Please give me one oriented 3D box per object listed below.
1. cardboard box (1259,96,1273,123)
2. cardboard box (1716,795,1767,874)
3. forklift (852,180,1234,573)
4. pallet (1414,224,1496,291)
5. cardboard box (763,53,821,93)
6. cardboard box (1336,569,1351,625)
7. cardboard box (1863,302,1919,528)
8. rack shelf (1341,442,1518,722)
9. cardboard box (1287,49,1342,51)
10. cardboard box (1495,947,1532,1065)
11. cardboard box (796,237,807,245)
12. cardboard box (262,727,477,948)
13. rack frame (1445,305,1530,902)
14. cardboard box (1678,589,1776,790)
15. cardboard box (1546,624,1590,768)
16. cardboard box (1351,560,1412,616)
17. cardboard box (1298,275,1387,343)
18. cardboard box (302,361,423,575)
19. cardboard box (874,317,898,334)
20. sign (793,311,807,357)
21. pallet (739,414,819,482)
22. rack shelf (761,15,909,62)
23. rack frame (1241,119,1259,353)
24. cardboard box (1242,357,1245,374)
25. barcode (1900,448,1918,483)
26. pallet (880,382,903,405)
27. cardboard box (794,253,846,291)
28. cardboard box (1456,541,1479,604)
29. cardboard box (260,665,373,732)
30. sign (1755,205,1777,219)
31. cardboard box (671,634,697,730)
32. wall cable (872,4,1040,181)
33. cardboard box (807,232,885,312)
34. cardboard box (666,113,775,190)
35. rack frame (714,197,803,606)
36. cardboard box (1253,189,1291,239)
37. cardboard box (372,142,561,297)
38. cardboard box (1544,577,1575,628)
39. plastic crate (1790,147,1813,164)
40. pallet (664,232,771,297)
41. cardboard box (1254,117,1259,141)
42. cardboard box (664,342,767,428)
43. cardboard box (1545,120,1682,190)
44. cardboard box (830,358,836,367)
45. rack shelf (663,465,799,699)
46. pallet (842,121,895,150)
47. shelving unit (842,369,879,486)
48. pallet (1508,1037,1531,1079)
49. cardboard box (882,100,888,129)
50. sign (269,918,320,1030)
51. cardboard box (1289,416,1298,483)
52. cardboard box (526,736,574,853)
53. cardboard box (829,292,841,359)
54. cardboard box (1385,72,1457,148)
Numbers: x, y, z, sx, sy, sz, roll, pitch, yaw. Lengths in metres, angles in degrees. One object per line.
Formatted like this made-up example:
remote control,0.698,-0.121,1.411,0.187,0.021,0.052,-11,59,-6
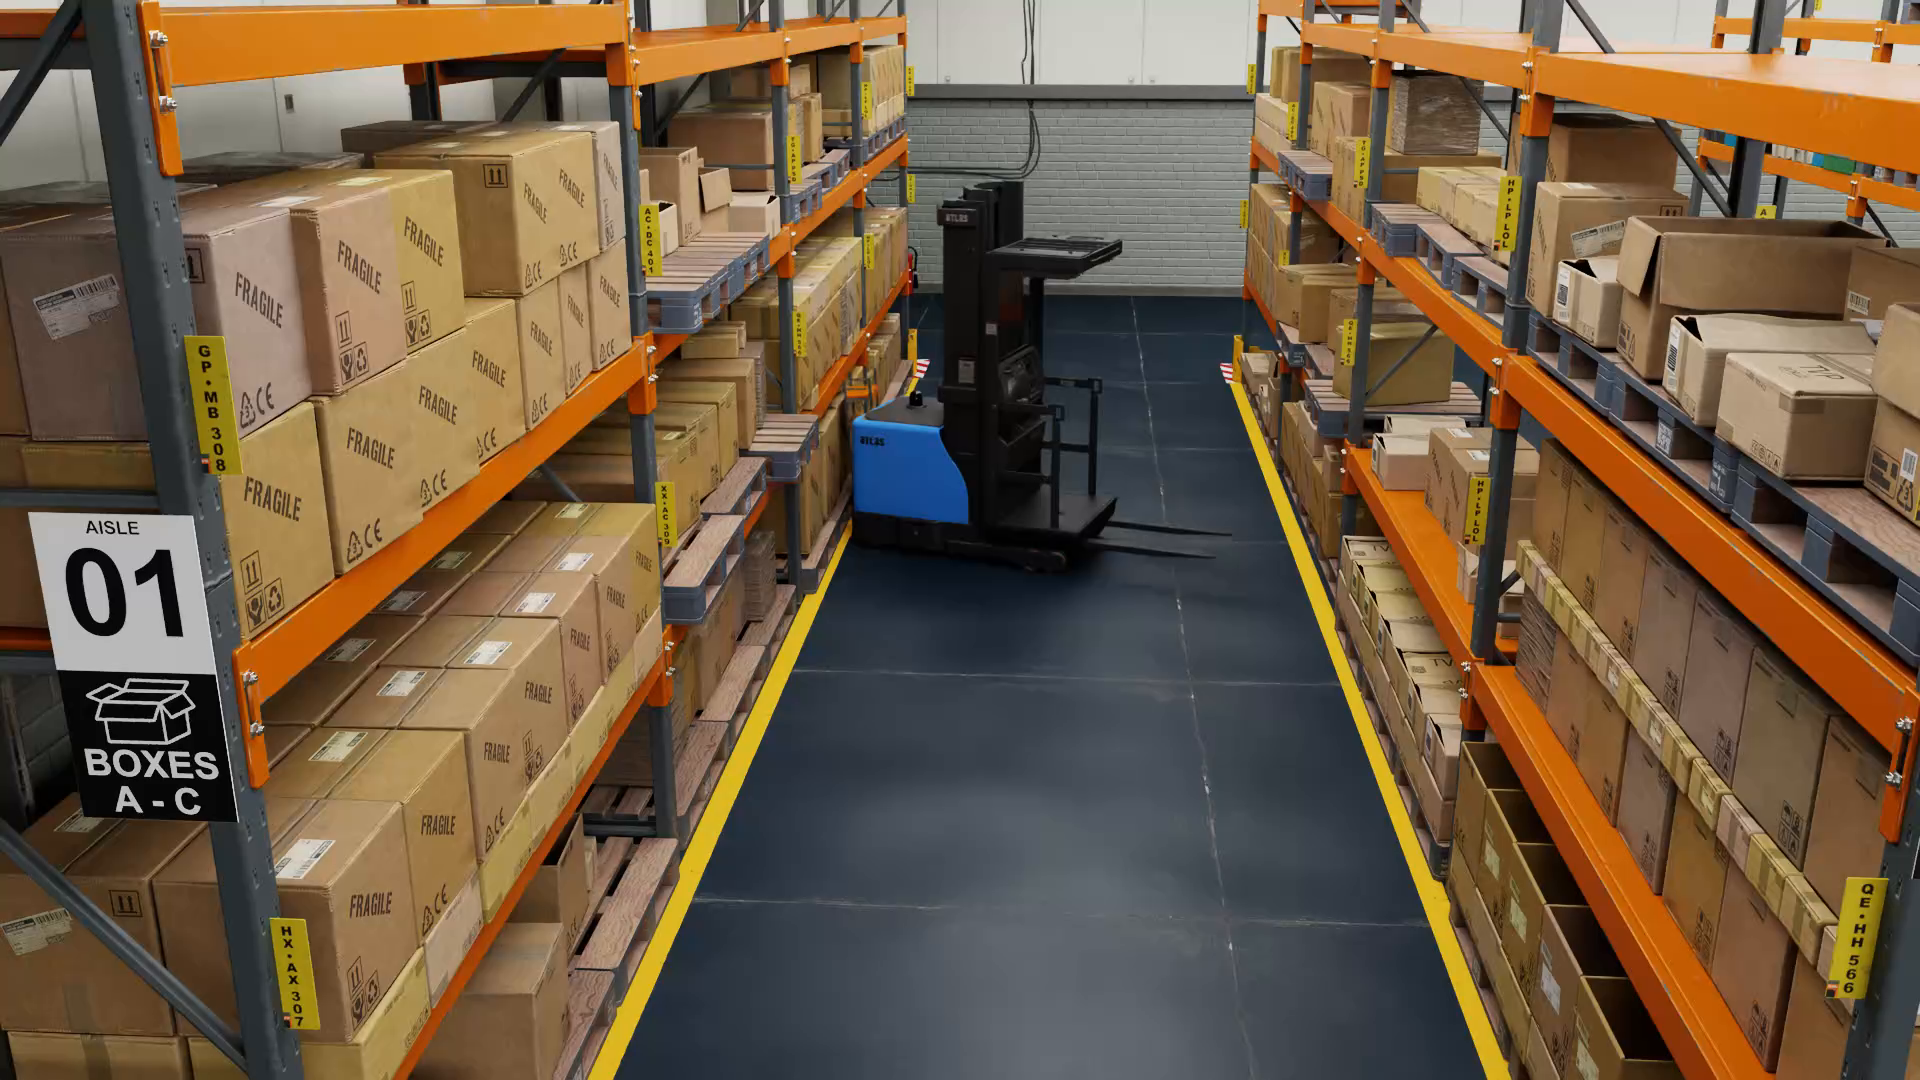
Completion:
cardboard box,3.488,-4.622,17.832,0.500,0.250,0.500,1,18,4
cardboard box,2.573,0.913,5.118,0.380,0.149,0.250,2,18,5
forklift,0.675,-1.317,13.236,3.031,2.935,1.130,7,19,20
pallet,3.217,-1.630,9.566,1.003,0.211,1.213,2,18,6
cardboard box,-1.583,-4.386,15.875,0.500,0.500,0.500,1,18,3
cardboard box,2.923,0.409,11.600,0.500,0.250,0.500,1,18,4
cardboard box,2.726,-0.289,4.105,0.797,0.503,0.637,3,18,8
rack shelf,3.110,0.109,9.930,1.077,0.370,4.000,1,18,4
cardboard box,3.757,-4.816,17.220,0.700,0.500,0.500,1,18,4
cardboard box,2.549,1.943,6.919,0.500,0.250,0.500,1,18,4
cardboard box,-1.693,-2.624,15.239,0.500,0.250,0.500,2,18,6
cardboard box,-1.882,0.931,5.268,0.500,0.500,0.500,1,18,4
rack frame,2.967,0.388,7.922,1.000,3.000,0.127,1,18,4
cardboard box,2.798,0.485,5.382,0.700,0.500,0.500,1,18,4
cardboard box,2.910,0.642,6.985,0.700,0.500,0.500,1,18,3
cardboard box,2.894,0.306,11.014,0.500,0.311,0.500,1,18,3
cardboard box,3.297,-1.987,14.334,0.700,0.500,0.500,4,19,13
cardboard box,-1.913,-0.226,4.785,0.500,0.500,0.500,2,18,8
cardboard box,-0.909,-2.425,18.806,0.380,0.149,0.250,2,18,5
sign,-1.145,-1.467,11.851,0.100,0.325,0.005,1,18,4
pallet,-1.632,-0.649,11.394,1.213,0.211,1.003,1,18,4
rack shelf,-1.257,-5.146,16.974,1.077,0.370,4.000,1,18,4
rack frame,3.827,-3.339,19.296,1.000,3.000,0.127,1,18,4
cardboard box,3.437,-2.002,19.058,0.380,0.166,0.250,1,18,4
barcode,2.221,-0.176,3.892,0.001,0.075,0.075,1,18,4
pallet,-1.183,-1.495,18.148,1.003,0.211,1.213,1,18,4
cardboard box,-1.262,-2.293,14.229,0.500,0.250,0.500,2,18,5
cardboard box,2.847,0.175,8.789,0.396,0.266,0.258,1,18,3
cardboard box,-2.360,0.758,5.796,0.500,0.500,0.500,1,18,2
sign,3.521,-1.309,7.326,0.100,0.325,0.005,1,18,4
cardboard box,-1.951,0.867,9.769,0.700,0.500,0.500,1,18,3
wall cable,-0.352,-6.572,24.516,3.097,2.526,0.112,1,18,4
cardboard box,-1.288,-2.743,16.996,0.980,0.700,0.700,1,18,3
cardboard box,-1.711,-2.795,11.951,0.700,0.500,0.500,0,18,0
rack frame,-1.687,-0.964,12.047,1.000,3.000,0.127,1,18,4
cardboard box,3.503,-3.567,18.226,0.500,0.500,0.500,1,18,4
cardboard box,-1.795,-1.185,6.105,0.500,0.500,0.500,1,18,2
cardboard box,2.720,0.269,7.081,0.380,0.149,0.250,1,18,2
plastic crate,8.192,-3.689,15.969,0.293,0.136,0.466,1,18,4
pallet,-1.752,-1.569,9.379,1.213,0.211,1.003,1,18,4
cardboard box,3.537,-4.539,18.383,0.500,0.250,0.500,1,18,4
cardboard box,-1.711,-1.074,11.517,0.700,0.500,0.500,-1,18,-3
cardboard box,3.051,-1.713,7.878,0.500,0.500,0.500,2,18,5
cardboard box,-1.277,-1.591,14.334,0.380,0.149,0.250,1,18,2
rack shelf,-1.831,-0.001,10.264,1.077,0.370,4.000,1,18,4
pallet,-1.241,-4.221,17.313,1.003,0.211,1.213,1,18,4
shelving unit,-0.823,-0.854,14.532,0.258,1.200,0.503,-4,15,4
pallet,2.783,2.339,6.446,1.003,0.211,1.213,1,18,4
cardboard box,-1.008,-4.334,16.920,0.500,0.250,0.500,1,18,2
sign,-1.720,1.121,4.293,0.100,0.325,0.005,1,18,4
cardboard box,3.236,-0.807,14.877,0.500,0.500,0.500,2,18,5
cardboard box,-1.805,0.961,6.380,0.500,0.250,0.500,1,18,4
cardboard box,-1.284,-1.786,13.885,0.500,0.500,0.500,2,18,5
cardboard box,3.328,-3.096,11.971,0.500,0.500,0.500,1,18,4
